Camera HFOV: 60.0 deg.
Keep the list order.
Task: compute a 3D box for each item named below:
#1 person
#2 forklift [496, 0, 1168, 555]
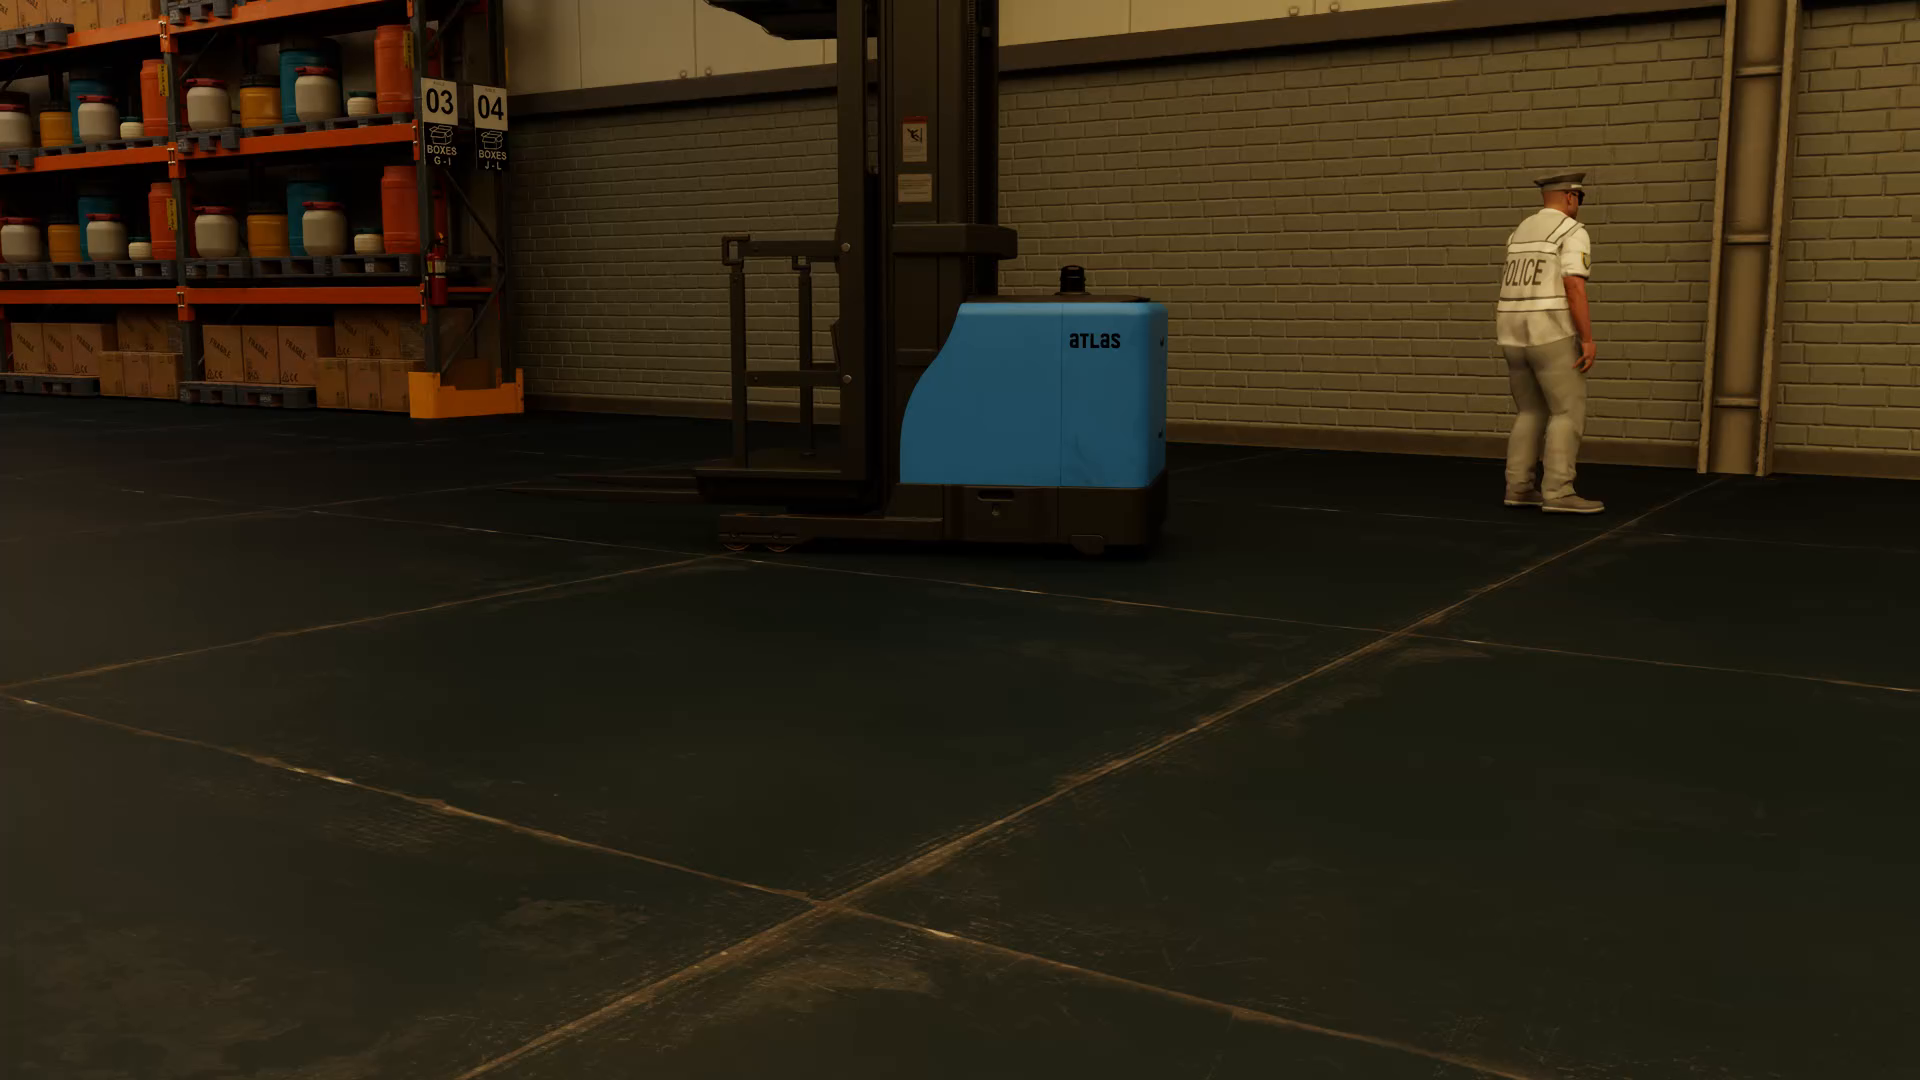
[{"bbox_3d":[3.036,-1.028,8.619,0.443,1.747,0.600,-3,9,-22],"label":"person"},{"bbox_3d":[-0.596,-1.469,7.520,3.031,2.935,1.130,2,8,12],"label":"forklift"}]
